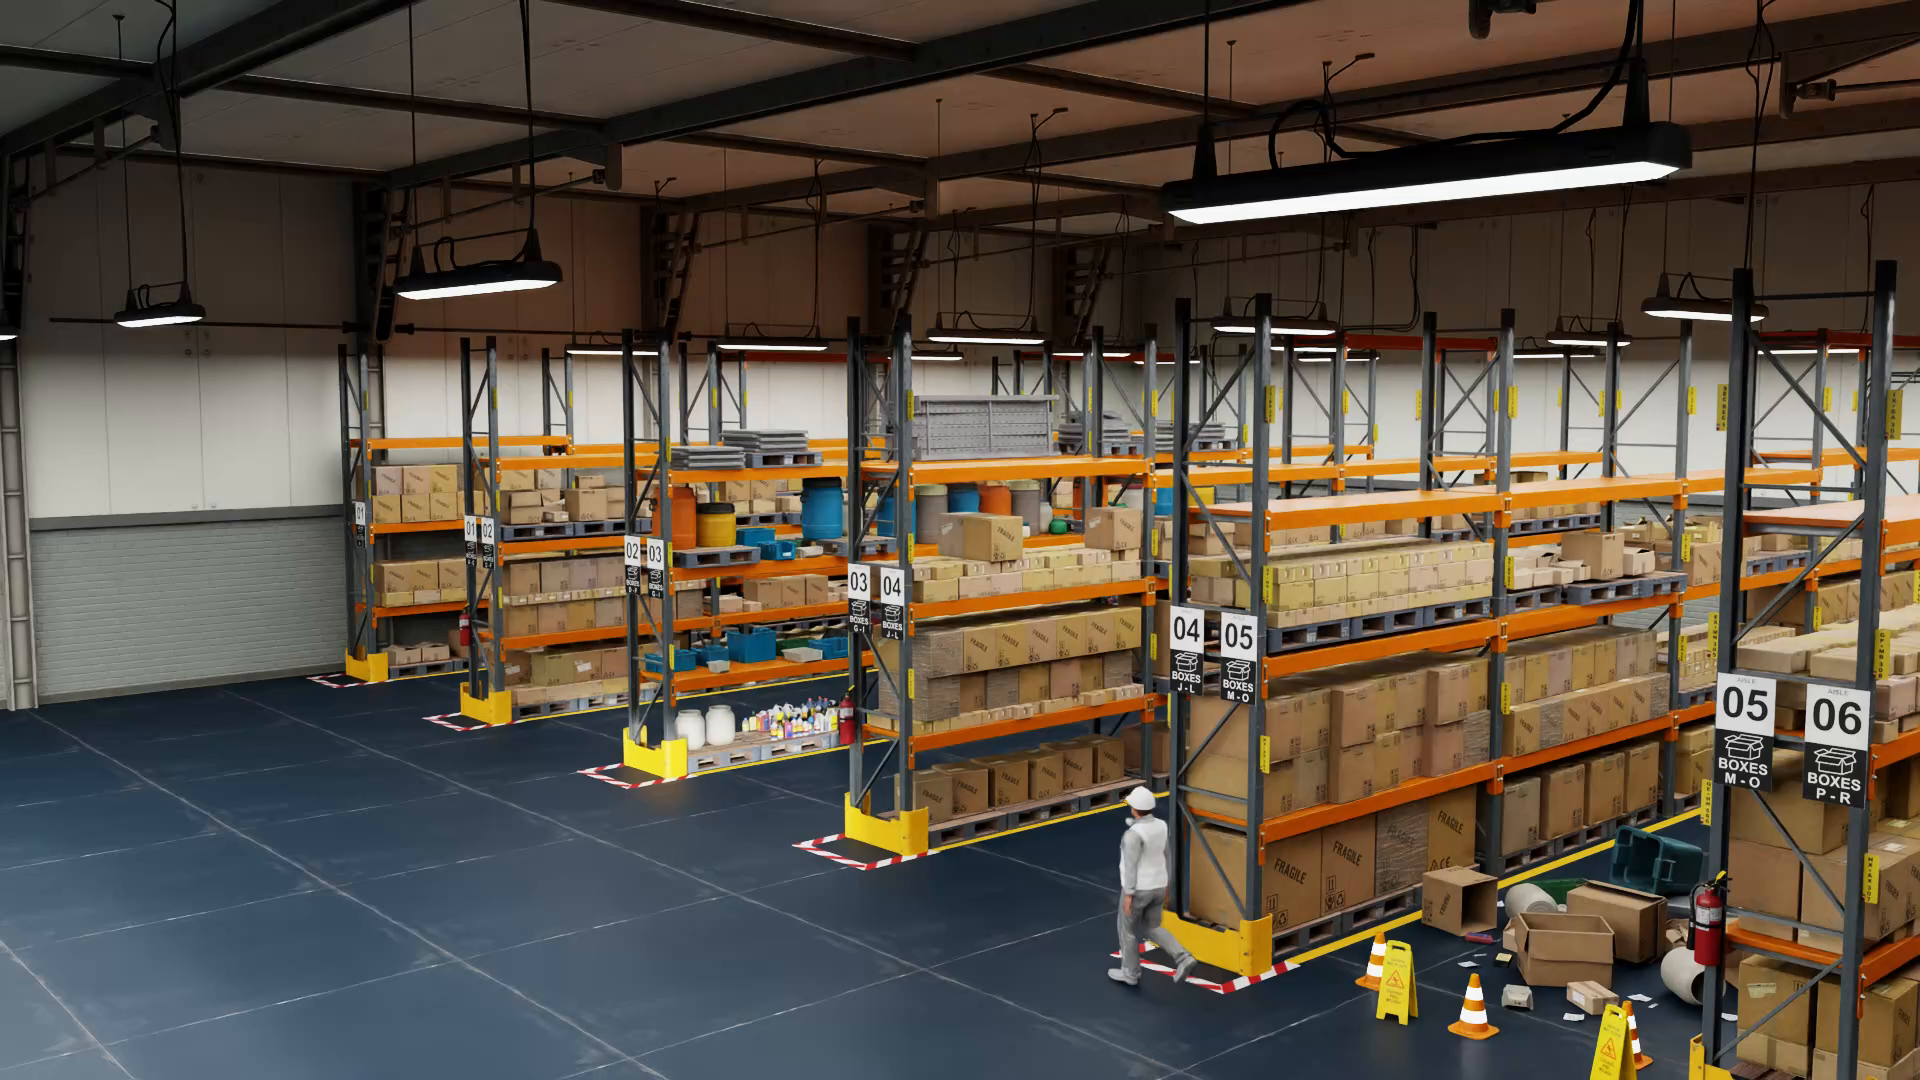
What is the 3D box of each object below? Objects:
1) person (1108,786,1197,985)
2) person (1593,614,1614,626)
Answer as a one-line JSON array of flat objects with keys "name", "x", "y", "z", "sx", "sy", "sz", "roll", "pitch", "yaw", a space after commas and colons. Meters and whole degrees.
[{"name": "person", "x": 1.653, "y": 3.002, "z": 14.360, "sx": 0.807, "sy": 1.749, "sz": 0.557, "roll": 5, "pitch": 7, "yaw": 45}, {"name": "person", "x": 12.114, "y": 1.546, "z": 31.517, "sx": 0.482, "sy": 1.600, "sz": 0.833, "roll": -2, "pitch": 6, "yaw": -23}]
